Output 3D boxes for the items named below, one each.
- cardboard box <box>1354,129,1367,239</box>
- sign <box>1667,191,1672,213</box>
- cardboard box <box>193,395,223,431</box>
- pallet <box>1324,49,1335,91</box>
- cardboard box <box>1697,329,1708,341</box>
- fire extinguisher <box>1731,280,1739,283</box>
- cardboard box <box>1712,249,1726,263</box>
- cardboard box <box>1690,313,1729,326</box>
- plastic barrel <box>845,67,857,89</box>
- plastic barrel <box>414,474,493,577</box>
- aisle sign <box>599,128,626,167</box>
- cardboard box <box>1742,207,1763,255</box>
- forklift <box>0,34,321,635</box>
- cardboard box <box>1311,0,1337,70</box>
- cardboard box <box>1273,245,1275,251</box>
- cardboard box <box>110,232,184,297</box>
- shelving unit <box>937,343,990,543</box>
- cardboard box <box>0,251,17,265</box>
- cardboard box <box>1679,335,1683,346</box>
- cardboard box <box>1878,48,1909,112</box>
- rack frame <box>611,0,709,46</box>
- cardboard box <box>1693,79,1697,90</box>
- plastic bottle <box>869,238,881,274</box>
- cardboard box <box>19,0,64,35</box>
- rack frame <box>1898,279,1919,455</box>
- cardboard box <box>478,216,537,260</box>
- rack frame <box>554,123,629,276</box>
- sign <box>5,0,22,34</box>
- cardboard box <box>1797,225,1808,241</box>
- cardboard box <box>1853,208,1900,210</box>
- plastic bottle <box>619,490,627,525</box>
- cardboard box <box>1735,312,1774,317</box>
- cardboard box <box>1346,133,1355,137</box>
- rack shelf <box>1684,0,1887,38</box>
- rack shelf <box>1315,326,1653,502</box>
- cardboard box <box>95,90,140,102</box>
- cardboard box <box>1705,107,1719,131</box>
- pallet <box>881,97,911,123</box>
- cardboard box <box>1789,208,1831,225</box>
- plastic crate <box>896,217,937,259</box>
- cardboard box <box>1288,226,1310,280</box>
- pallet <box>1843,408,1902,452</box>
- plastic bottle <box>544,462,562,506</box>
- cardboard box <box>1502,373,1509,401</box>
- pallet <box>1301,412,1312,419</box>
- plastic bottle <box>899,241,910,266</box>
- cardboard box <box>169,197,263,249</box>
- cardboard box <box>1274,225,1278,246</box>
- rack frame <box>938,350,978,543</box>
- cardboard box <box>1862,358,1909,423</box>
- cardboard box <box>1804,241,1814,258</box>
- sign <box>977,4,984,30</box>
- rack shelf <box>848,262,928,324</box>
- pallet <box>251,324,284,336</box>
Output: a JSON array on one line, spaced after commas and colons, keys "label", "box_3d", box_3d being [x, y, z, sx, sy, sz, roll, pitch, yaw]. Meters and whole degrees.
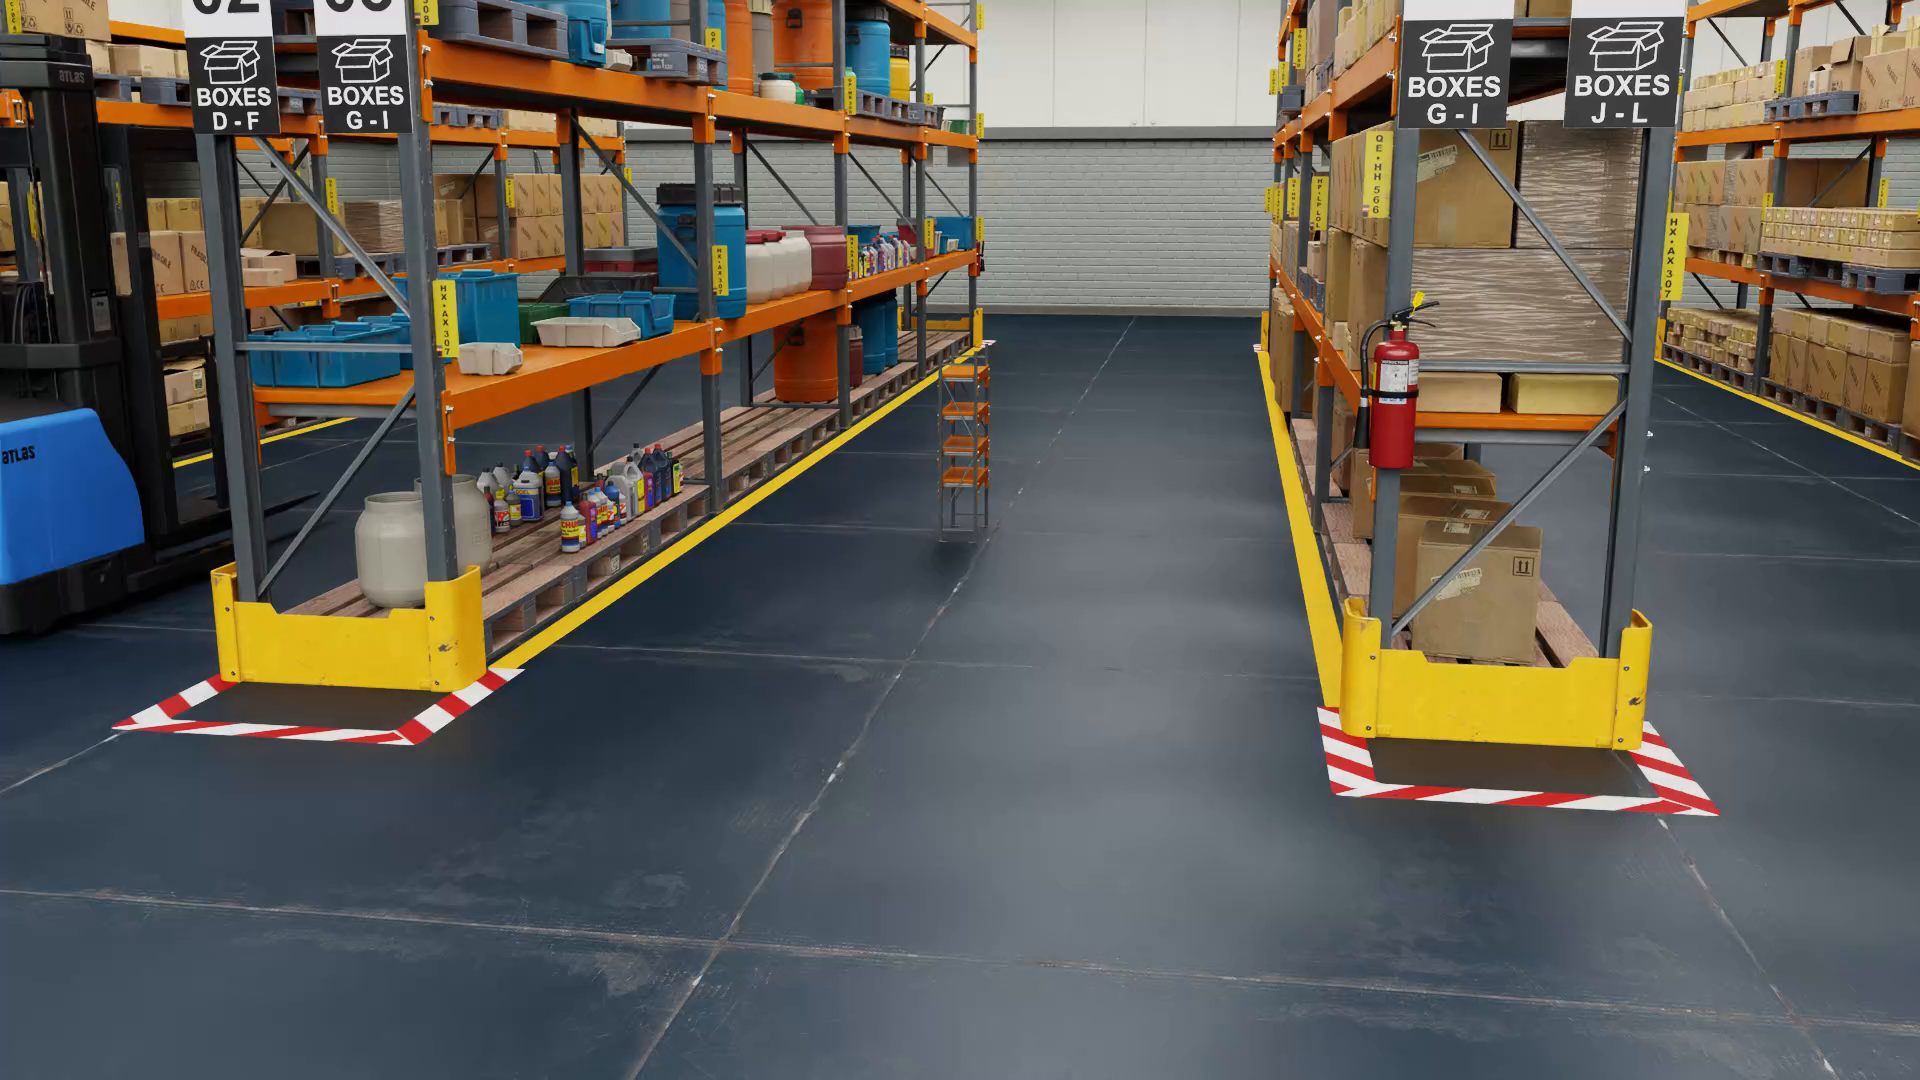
[{"label": "cardboard box", "box_3d": [2.148, -1.681, 7.857, 0.500, 0.500, 0.500, 2, 12, 9]}, {"label": "sign", "box_3d": [8.967, -4.257, 21.071, 0.100, 0.325, 0.005, 2, 12, 9]}, {"label": "cardboard box", "box_3d": [-6.473, -1.079, 13.909, 0.500, 0.250, 0.500, 2, 12, 10]}, {"label": "pallet", "box_3d": [2.973, -2.999, 10.617, 1.213, 0.211, 1.003, 2, 12, 9]}, {"label": "cardboard box", "box_3d": [9.027, -2.455, 19.830, 0.380, 0.149, 0.250, 1, 12, 6]}, {"label": "fire extinguisher", "box_3d": [9.998, -3.634, 21.302, 0.296, 0.674, 0.183, 2, 12, 9]}, {"label": "cardboard box", "box_3d": [8.870, -3.255, 19.076, 0.380, 0.149, 0.250, 2, 12, 10]}, {"label": "cardboard box", "box_3d": [9.042, -2.657, 20.059, 0.380, 0.149, 0.250, 1, 12, 6]}, {"label": "plastic barrel", "box_3d": [-1.116, -4.302, 15.586, 0.294, 0.245, 0.294, 0, 12, 0]}, {"label": "plastic barrel", "box_3d": [-2.634, -0.061, 8.563, 0.421, 0.512, 0.421, 0, 12, 0]}, {"label": "aisle sign", "box_3d": [-4.857, -5.595, 23.163, 0.394, 0.787, 0.004, 2, 12, 9]}, {"label": "cardboard box", "box_3d": [8.683, -3.288, 17.685, 0.500, 0.500, 0.500, 2, 12, 9]}, {"label": "forklift", "box_3d": [-4.809, -1.232, 9.254, 1.130, 2.935, 3.031, 2, 12, 11]}, {"label": "cardboard box", "box_3d": [2.909, -3.792, 12.426, 0.500, 0.500, 0.500, 2, 12, 7]}, {"label": "cardboard box", "box_3d": [4.042, -3.544, 20.415, 0.380, 0.149, 0.250, 2, 12, 8]}, {"label": "cardboard box", "box_3d": [-6.723, -2.244, 13.547, 0.500, 0.500, 0.500, 2, 12, 9]}, {"label": "shelving unit", "box_3d": [0.025, -0.621, 10.527, 0.258, 1.200, 0.503, 2, 12, 9]}, {"label": "cardboard box", "box_3d": [-10.744, -3.136, 18.474, 0.380, 0.149, 0.250, 2, 12, 10]}, {"label": "cardboard box", "box_3d": [9.147, -2.472, 20.614, 0.380, 0.149, 0.250, 2, 12, 8]}, {"label": "cardboard box", "box_3d": [8.174, -3.898, 14.102, 0.500, 0.500, 0.500, 2, 12, 9]}, {"label": "rack frame", "box_3d": [-2.122, -4.593, 10.446, 1.000, 3.000, 0.127, 2, 12, 9]}, {"label": "cardboard box", "box_3d": [9.229, -5.588, 20.407, 0.380, 0.149, 0.250, 2, 12, 8]}, {"label": "plastic bottle", "box_3d": [-0.879, -2.870, 16.809, 0.144, 0.351, 0.185, 2, 12, 9]}, {"label": "cardboard box", "box_3d": [-6.882, -3.914, 11.992, 0.500, 0.500, 0.500, 2, 12, 9]}, {"label": "rack frame", "box_3d": [8.273, -2.151, 13.353, 1.000, 3.000, 0.127, 2, 12, 9]}, {"label": "cardboard box", "box_3d": [-5.437, -3.633, 19.994, 0.500, 0.500, 0.500, 2, 12, 10]}, {"label": "rack frame", "box_3d": [-5.170, -4.320, 23.417, 1.000, 3.000, 0.127, 2, 12, 9]}, {"label": "sign", "box_3d": [-6.467, -3.562, 11.365, 0.100, 0.325, 0.005, 2, 12, 9]}, {"label": "cardboard box", "box_3d": [8.217, -2.926, 15.845, 0.380, 0.149, 0.250, 2, 12, 11]}, {"label": "cardboard box", "box_3d": [8.937, -3.157, 16.211, 0.380, 0.149, 0.250, 1, 12, 7]}, {"label": "plastic bottle", "box_3d": [-2.035, -0.198, 9.889, 0.097, 0.201, 0.097, 0, 12, 0]}, {"label": "cardboard box", "box_3d": [9.663, -2.692, 20.221, 0.380, 0.149, 0.250, 2, 12, 7]}, {"label": "cardboard box", "box_3d": [3.033, -2.159, 10.972, 1.000, 1.000, 1.000, 2, 12, 9]}, {"label": "rack shelf", "box_3d": [9.196, -5.979, 18.593, 1.077, 0.370, 4.000, 2, 12, 9]}, {"label": "rack shelf", "box_3d": [2.465, -0.732, 8.477, 1.077, 0.370, 4.000, 2, 12, 9]}, {"label": "cardboard box", "box_3d": [-10.314, -5.429, 20.567, 0.500, 0.250, 0.500, 2, 12, 8]}, {"label": "cardboard box", "box_3d": [9.030, -4.907, 19.378, 0.500, 0.250, 0.500, 1, 12, 7]}, {"label": "pallet", "box_3d": [-1.087, -4.297, 16.641, 1.003, 0.211, 1.213, 2, 12, 9]}, {"label": "cardboard box", "box_3d": [8.254, -3.126, 16.067, 0.380, 0.149, 0.250, 2, 12, 8]}, {"label": "plastic crate", "box_3d": [-0.506, -3.564, 19.617, 0.402, 0.464, 0.583, 2, 12, 9]}, {"label": "cardboard box", "box_3d": [3.378, -2.704, 15.683, 0.500, 0.500, 0.500, 1, 12, 7]}, {"label": "pallet", "box_3d": [8.395, -0.950, 14.402, 1.003, 0.211, 1.213, 2, 12, 9]}, {"label": "plastic bottle", "box_3d": [-2.559, -0.353, 10.443, 0.097, 0.271, 0.097, 0, 12, 0]}, {"label": "cardboard box", "box_3d": [2.494, -0.647, 6.974, 0.380, 0.149, 0.250, 2, 12, 9]}, {"label": "pallet", "box_3d": [3.583, -1.131, 15.241, 1.003, 0.211, 1.213, 2, 12, 9]}, {"label": "plastic bottle", "box_3d": [-0.632, -3.173, 18.389, 0.152, 0.276, 0.135, 2, 12, 9]}, {"label": "cardboard box", "box_3d": [-10.235, -4.368, 22.928, 0.980, 0.700, 0.700, 2, 12, 8]}, {"label": "cardboard box", "box_3d": [4.048, -3.657, 19.993, 0.500, 0.250, 0.500, 2, 12, 8]}, {"label": "rack frame", "box_3d": [-0.012, -0.570, 10.291, 0.240, 1.200, 0.015, 2, 12, 9]}, {"label": "cardboard box", "box_3d": [8.116, -1.280, 14.247, 0.500, 0.500, 0.500, 2, 12, 8]}, {"label": "cardboard box", "box_3d": [8.178, -2.727, 15.626, 0.380, 0.149, 0.250, 2, 12, 8]}, {"label": "sign", "box_3d": [0.270, -6.919, 22.004, 0.100, 0.325, 0.005, 2, 12, 9]}, {"label": "rack shelf", "box_3d": [-1.199, -2.558, 16.949, 1.077, 0.370, 4.000, 2, 12, 9]}, {"label": "pallet", "box_3d": [-10.111, -2.947, 23.668, 1.003, 0.211, 1.213, 2, 12, 9]}]
